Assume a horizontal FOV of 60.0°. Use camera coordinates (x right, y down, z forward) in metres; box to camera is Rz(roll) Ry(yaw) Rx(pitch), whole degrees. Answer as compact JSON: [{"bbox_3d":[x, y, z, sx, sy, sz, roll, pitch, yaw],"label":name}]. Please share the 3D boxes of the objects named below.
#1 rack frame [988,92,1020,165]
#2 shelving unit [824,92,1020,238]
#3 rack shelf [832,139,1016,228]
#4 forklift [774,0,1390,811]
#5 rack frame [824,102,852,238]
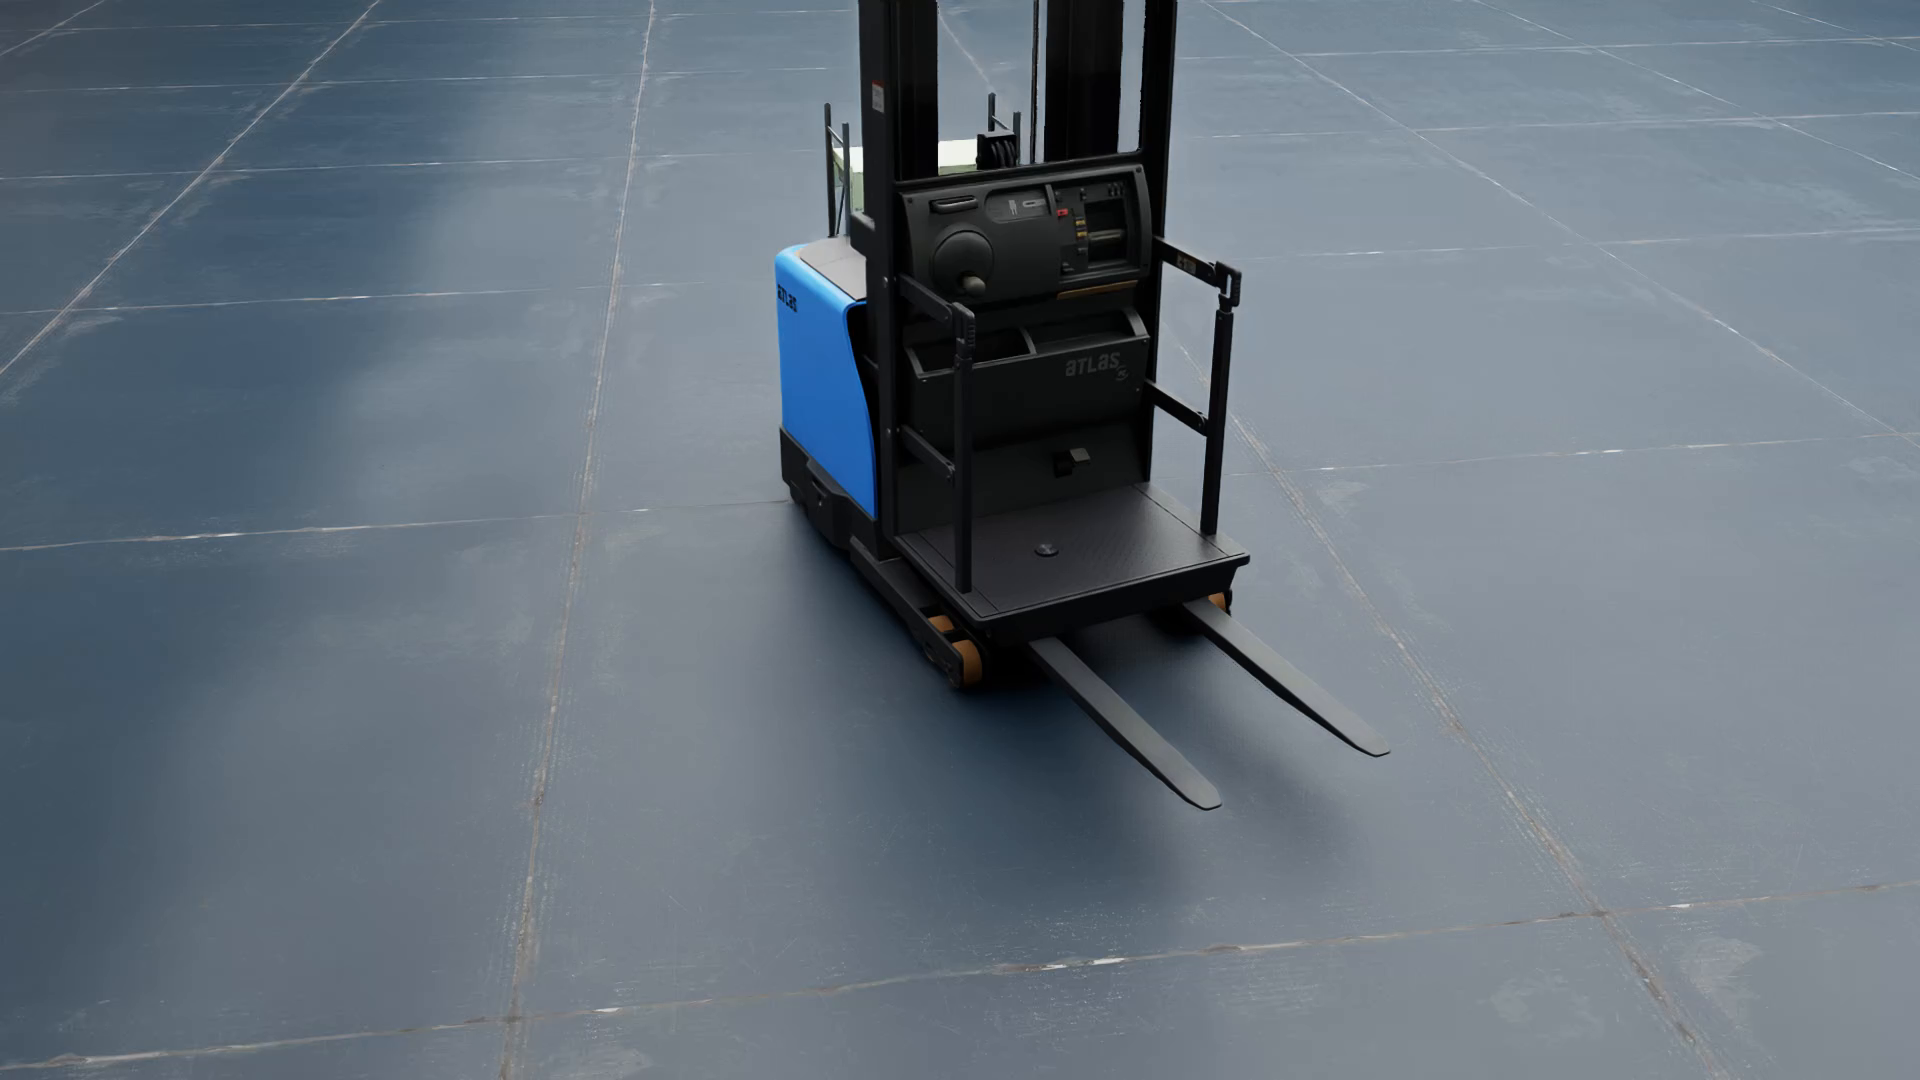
[{"bbox_3d":[0.187,-1.208,7.461,0.023,1.500,0.400,-7,28,-14],"label":"rack frame"},{"bbox_3d":[-0.165,-1.162,7.372,0.755,1.500,0.431,-7,28,-14],"label":"shelving unit"},{"bbox_3d":[-0.165,-1.509,7.194,0.720,0.370,0.431,-7,28,-14],"label":"rack shelf"},{"bbox_3d":[0.337,-1.021,5.530,1.130,2.935,3.031,-13,30,-23],"label":"forklift"},{"bbox_3d":[-0.517,-1.116,7.282,0.023,1.500,0.400,-7,28,-14],"label":"rack frame"}]
